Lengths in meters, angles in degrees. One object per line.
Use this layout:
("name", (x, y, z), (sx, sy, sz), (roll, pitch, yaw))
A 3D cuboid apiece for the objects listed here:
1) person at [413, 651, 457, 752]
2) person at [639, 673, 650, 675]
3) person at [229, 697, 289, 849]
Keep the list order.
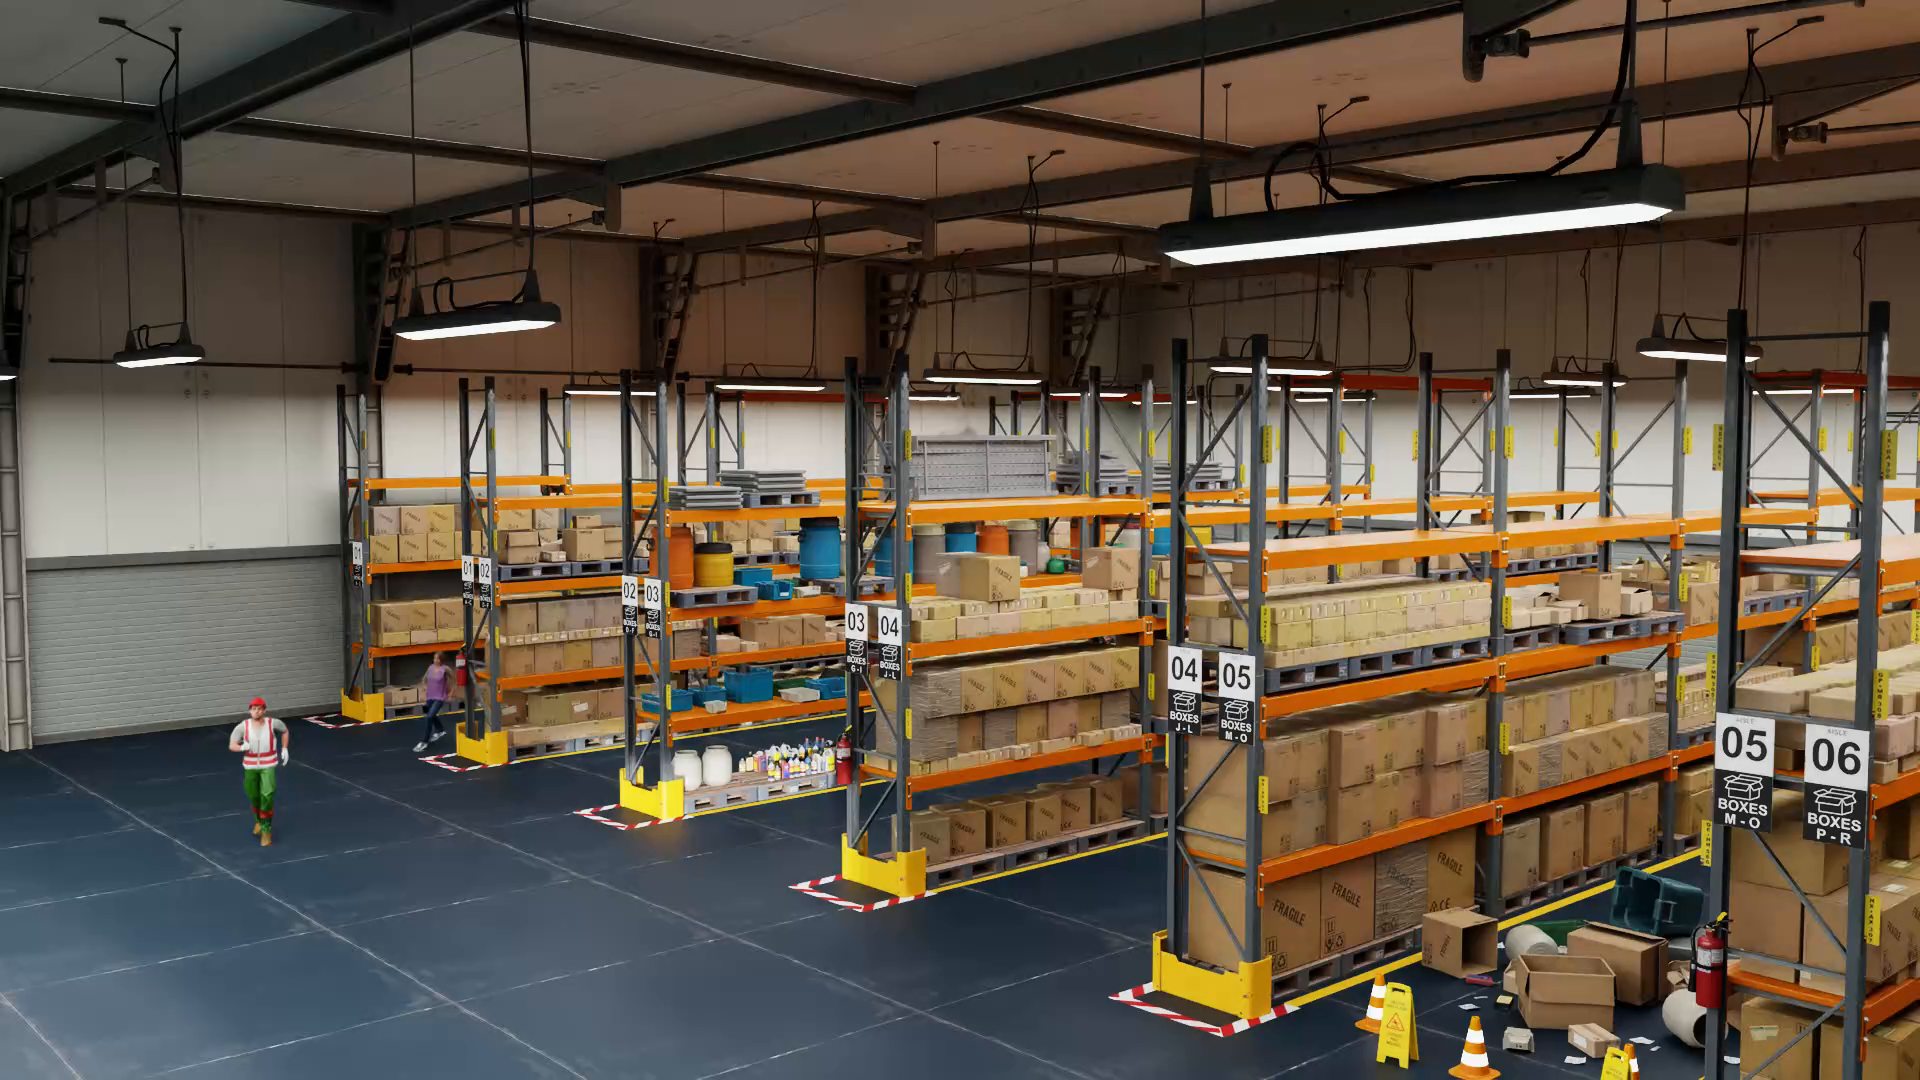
("person", (-8.513, 2.591, 27.027), (0.611, 1.585, 0.844), (1, 4, 22))
("person", (-5.755, 2.257, 30.340), (0.655, 1.817, 0.910), (3, 5, 37))
("person", (-8.809, 2.885, 20.903), (0.661, 1.844, 0.836), (-1, 4, -15))
